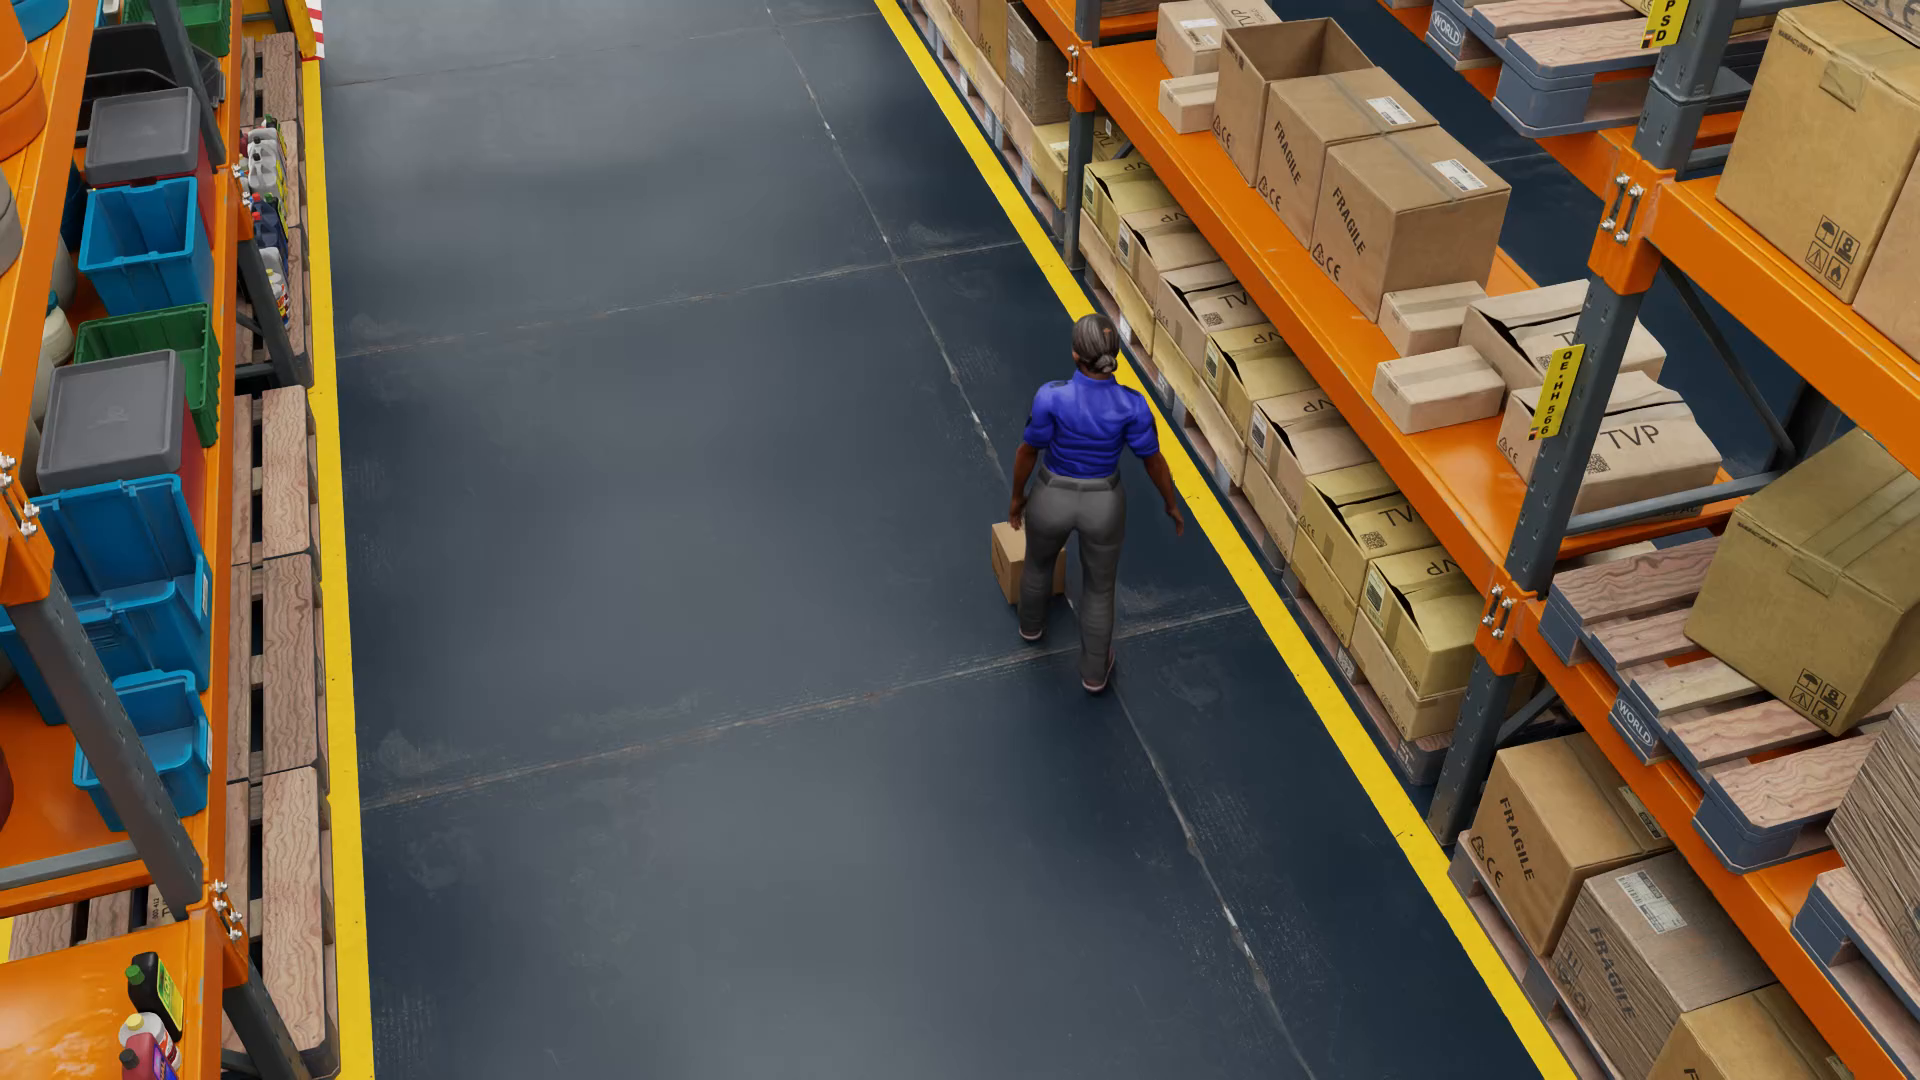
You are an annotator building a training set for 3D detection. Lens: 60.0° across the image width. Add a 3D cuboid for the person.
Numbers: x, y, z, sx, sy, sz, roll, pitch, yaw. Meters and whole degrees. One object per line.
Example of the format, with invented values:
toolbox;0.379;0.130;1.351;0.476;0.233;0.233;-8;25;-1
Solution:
person;0.524;-0.175;6.334;0.671;1.657;0.562;2;43;2
